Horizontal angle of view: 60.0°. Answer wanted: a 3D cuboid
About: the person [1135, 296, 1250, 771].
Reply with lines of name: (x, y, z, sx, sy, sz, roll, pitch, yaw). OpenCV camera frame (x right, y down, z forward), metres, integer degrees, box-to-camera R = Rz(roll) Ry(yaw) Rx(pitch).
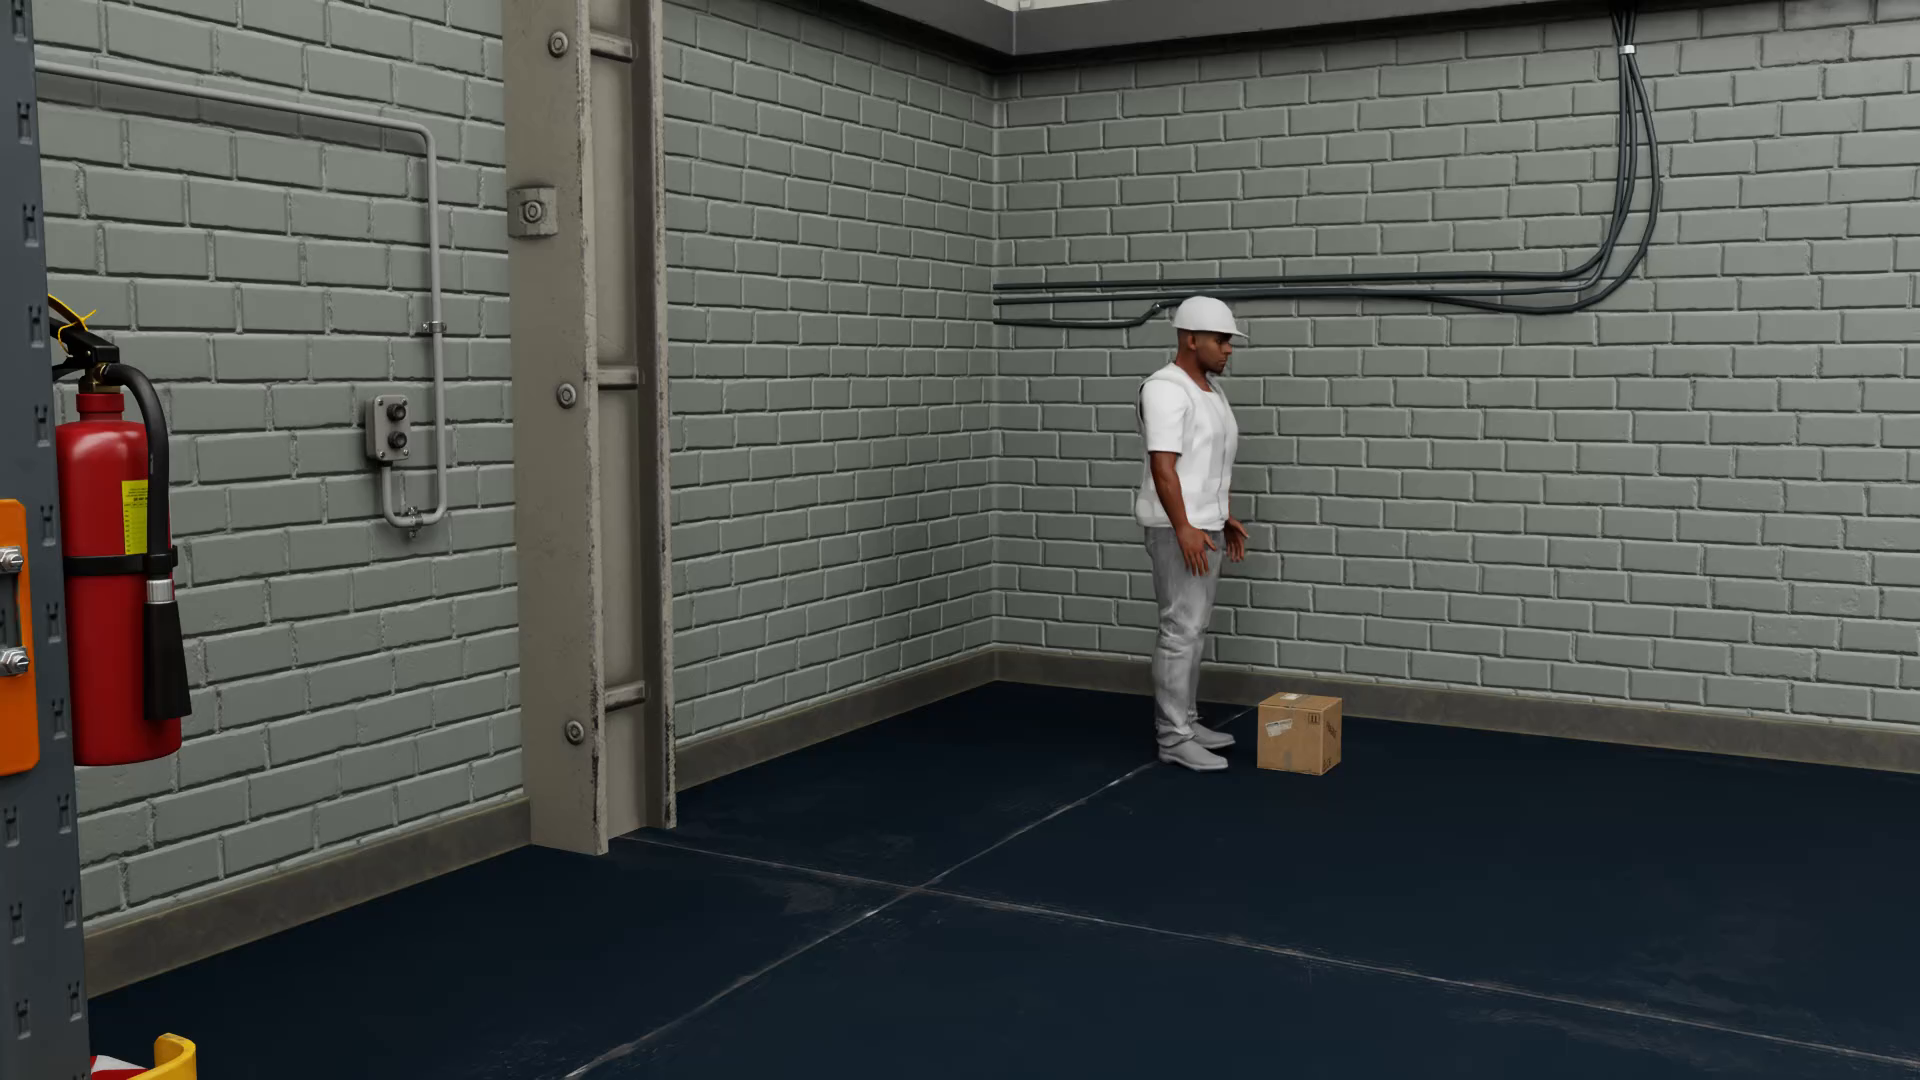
person: (0.915, -0.046, 6.419, 0.437, 1.777, 0.574, 3, 7, 29)
